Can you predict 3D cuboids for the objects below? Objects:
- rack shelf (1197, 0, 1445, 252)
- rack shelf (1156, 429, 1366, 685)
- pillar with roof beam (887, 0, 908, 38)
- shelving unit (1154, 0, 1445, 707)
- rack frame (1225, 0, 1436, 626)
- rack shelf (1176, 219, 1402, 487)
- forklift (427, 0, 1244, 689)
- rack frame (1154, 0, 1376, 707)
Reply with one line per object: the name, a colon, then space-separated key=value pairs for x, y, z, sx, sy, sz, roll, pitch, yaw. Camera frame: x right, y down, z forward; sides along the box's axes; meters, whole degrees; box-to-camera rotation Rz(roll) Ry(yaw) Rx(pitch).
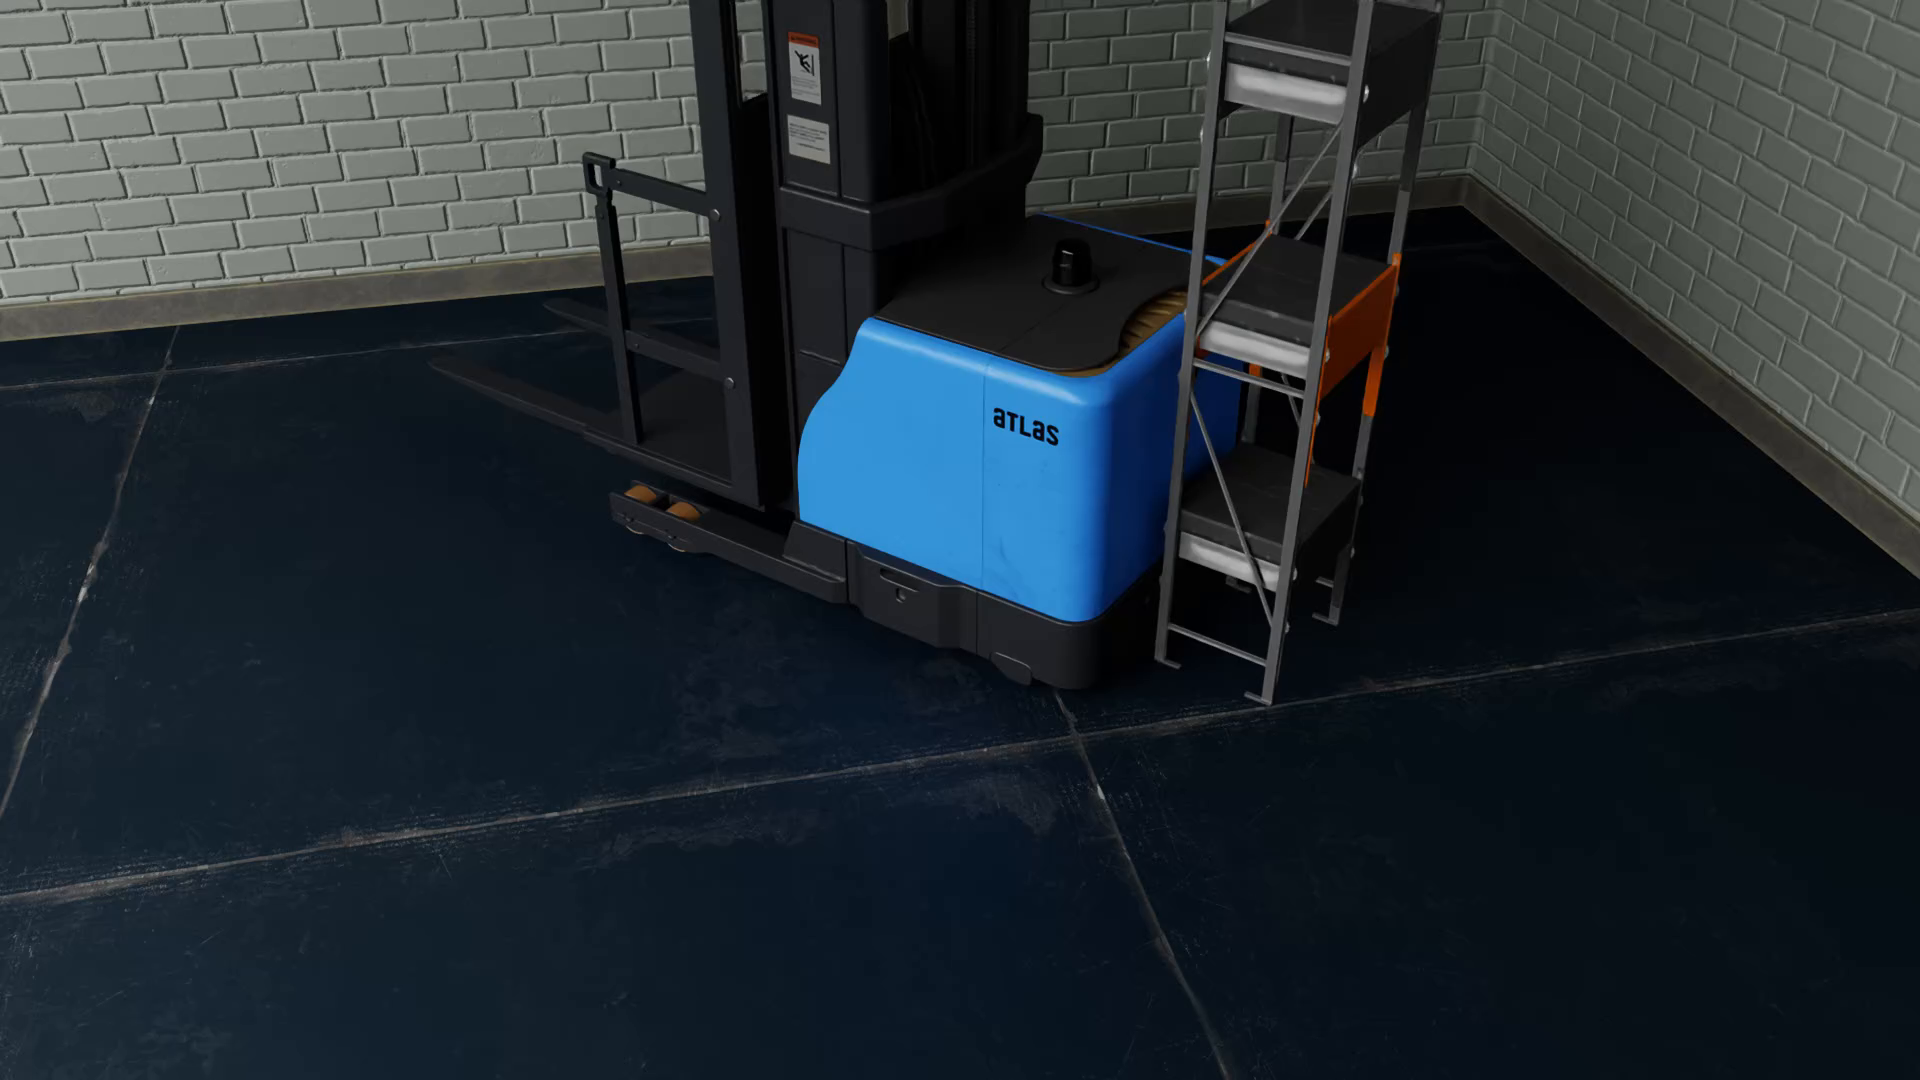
rack shelf: x=0.925 y=-1.115 z=4.291 sx=0.431 sy=0.518 sz=0.480 roll=21 pitch=39 yaw=28
rack shelf: x=0.914 y=0.044 z=5.077 sx=0.431 sy=0.518 sz=0.480 roll=21 pitch=39 yaw=28
pillar with roof beam: x=0.558 y=-2.621 z=1.581 sx=0.400 sy=9.000 sz=9.100 roll=-7 pitch=35 yaw=-11
shelving unit: x=0.920 y=-0.547 z=4.677 sx=0.431 sy=2.100 sz=0.503 roll=21 pitch=39 yaw=28
rack frame: x=1.057 y=-0.659 z=4.844 sx=0.400 sy=2.100 sz=0.015 roll=21 pitch=39 yaw=28
rack shelf: x=0.919 y=-0.536 z=4.684 sx=0.431 sy=0.518 sz=0.480 roll=21 pitch=39 yaw=28
forklift: x=-0.601 y=-1.400 z=5.206 sx=3.031 sy=2.935 sz=1.130 roll=20 pitch=39 yaw=27
rack frame: x=0.782 y=-0.435 z=4.510 sx=0.400 sy=2.100 sz=0.015 roll=21 pitch=39 yaw=28
